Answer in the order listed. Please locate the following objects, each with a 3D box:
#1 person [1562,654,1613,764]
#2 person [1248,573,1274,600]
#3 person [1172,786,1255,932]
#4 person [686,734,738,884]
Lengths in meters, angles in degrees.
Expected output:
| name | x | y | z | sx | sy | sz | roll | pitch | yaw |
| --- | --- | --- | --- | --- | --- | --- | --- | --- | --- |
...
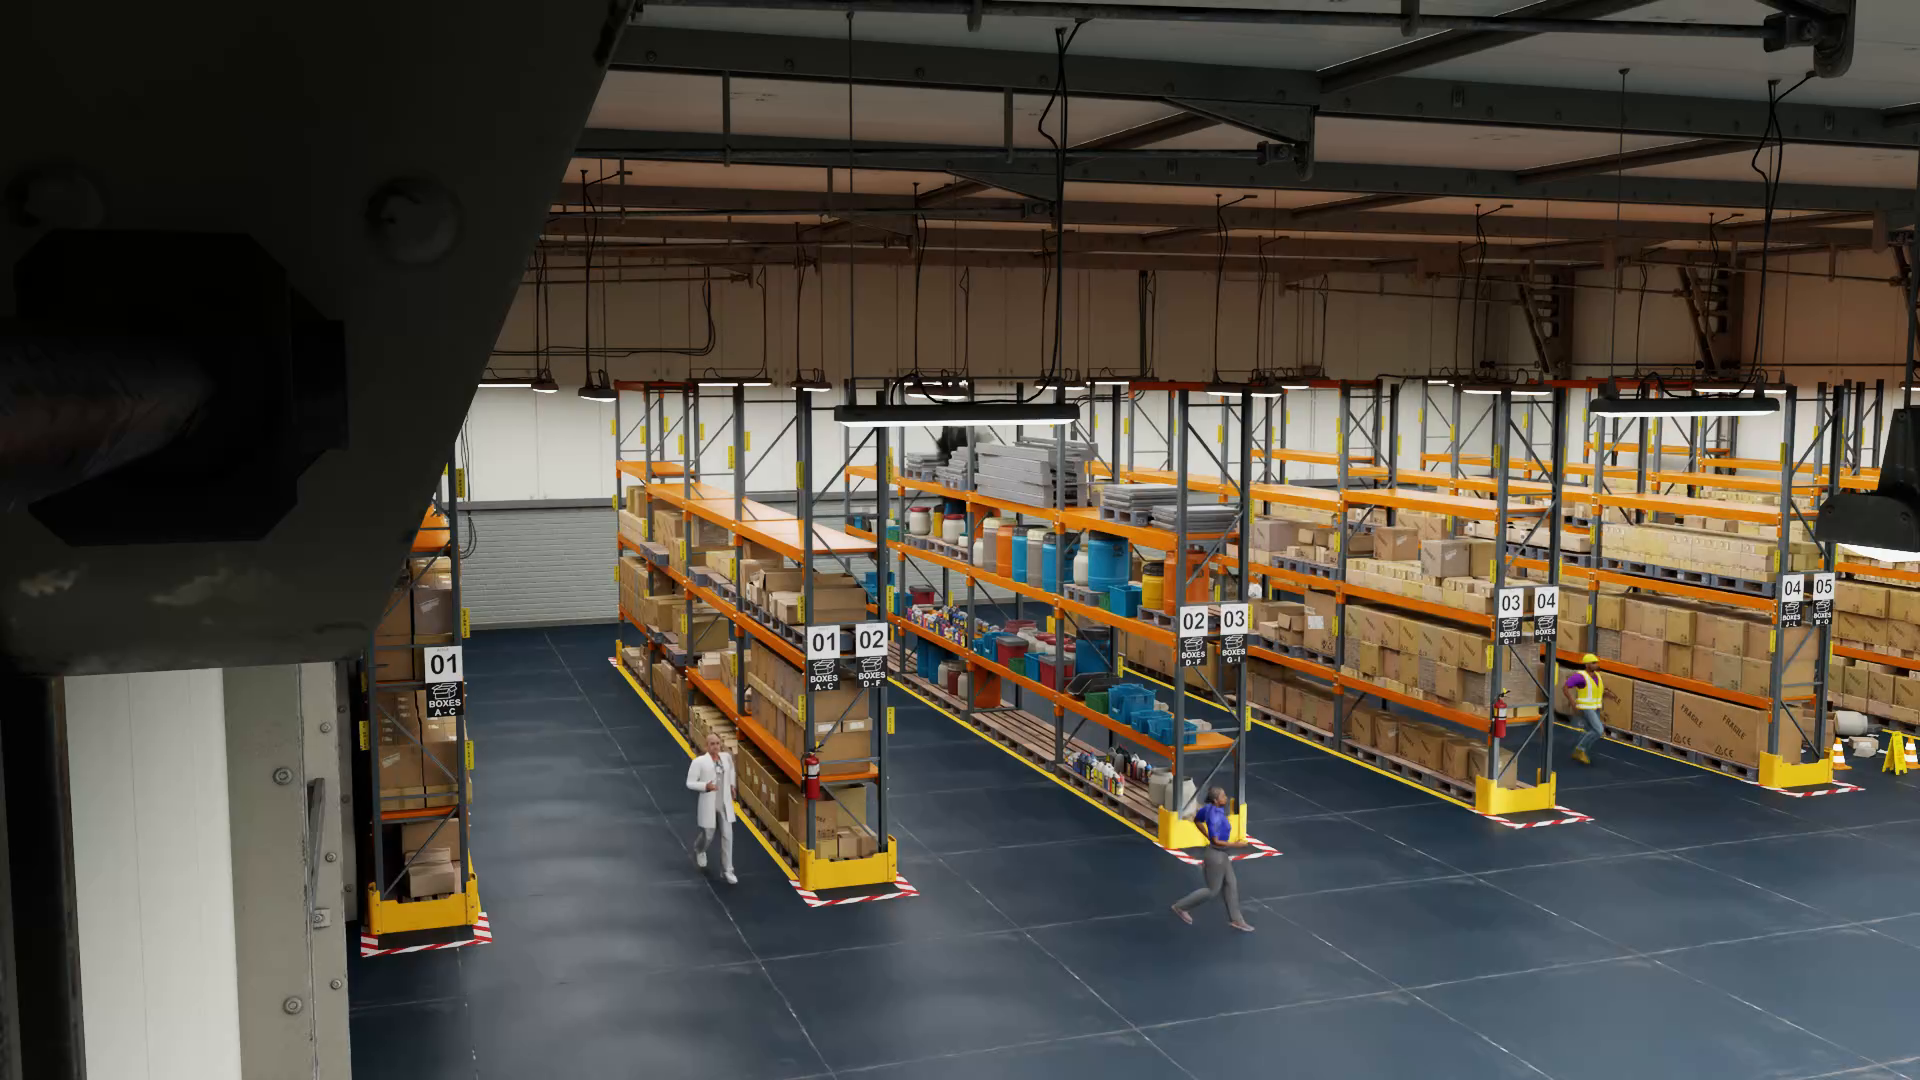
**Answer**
| name | x | y | z | sx | sy | sz | roll | pitch | yaw |
| --- | --- | --- | --- | --- | --- | --- | --- | --- | --- |
| person | 9.981 | 2.672 | 26.308 | 0.676 | 1.742 | 0.673 | -4 | 7 | -35 |
| person | 6.661 | 1.569 | 36.959 | 0.661 | 1.763 | 0.673 | -2 | 6 | -18 |
| person | 2.833 | 3.557 | 18.536 | 0.931 | 1.666 | 0.586 | 1 | 6 | 6 |
| person | -3.012 | 3.258 | 20.438 | 0.708 | 1.753 | 1.043 | -3 | 7 | -29 |
